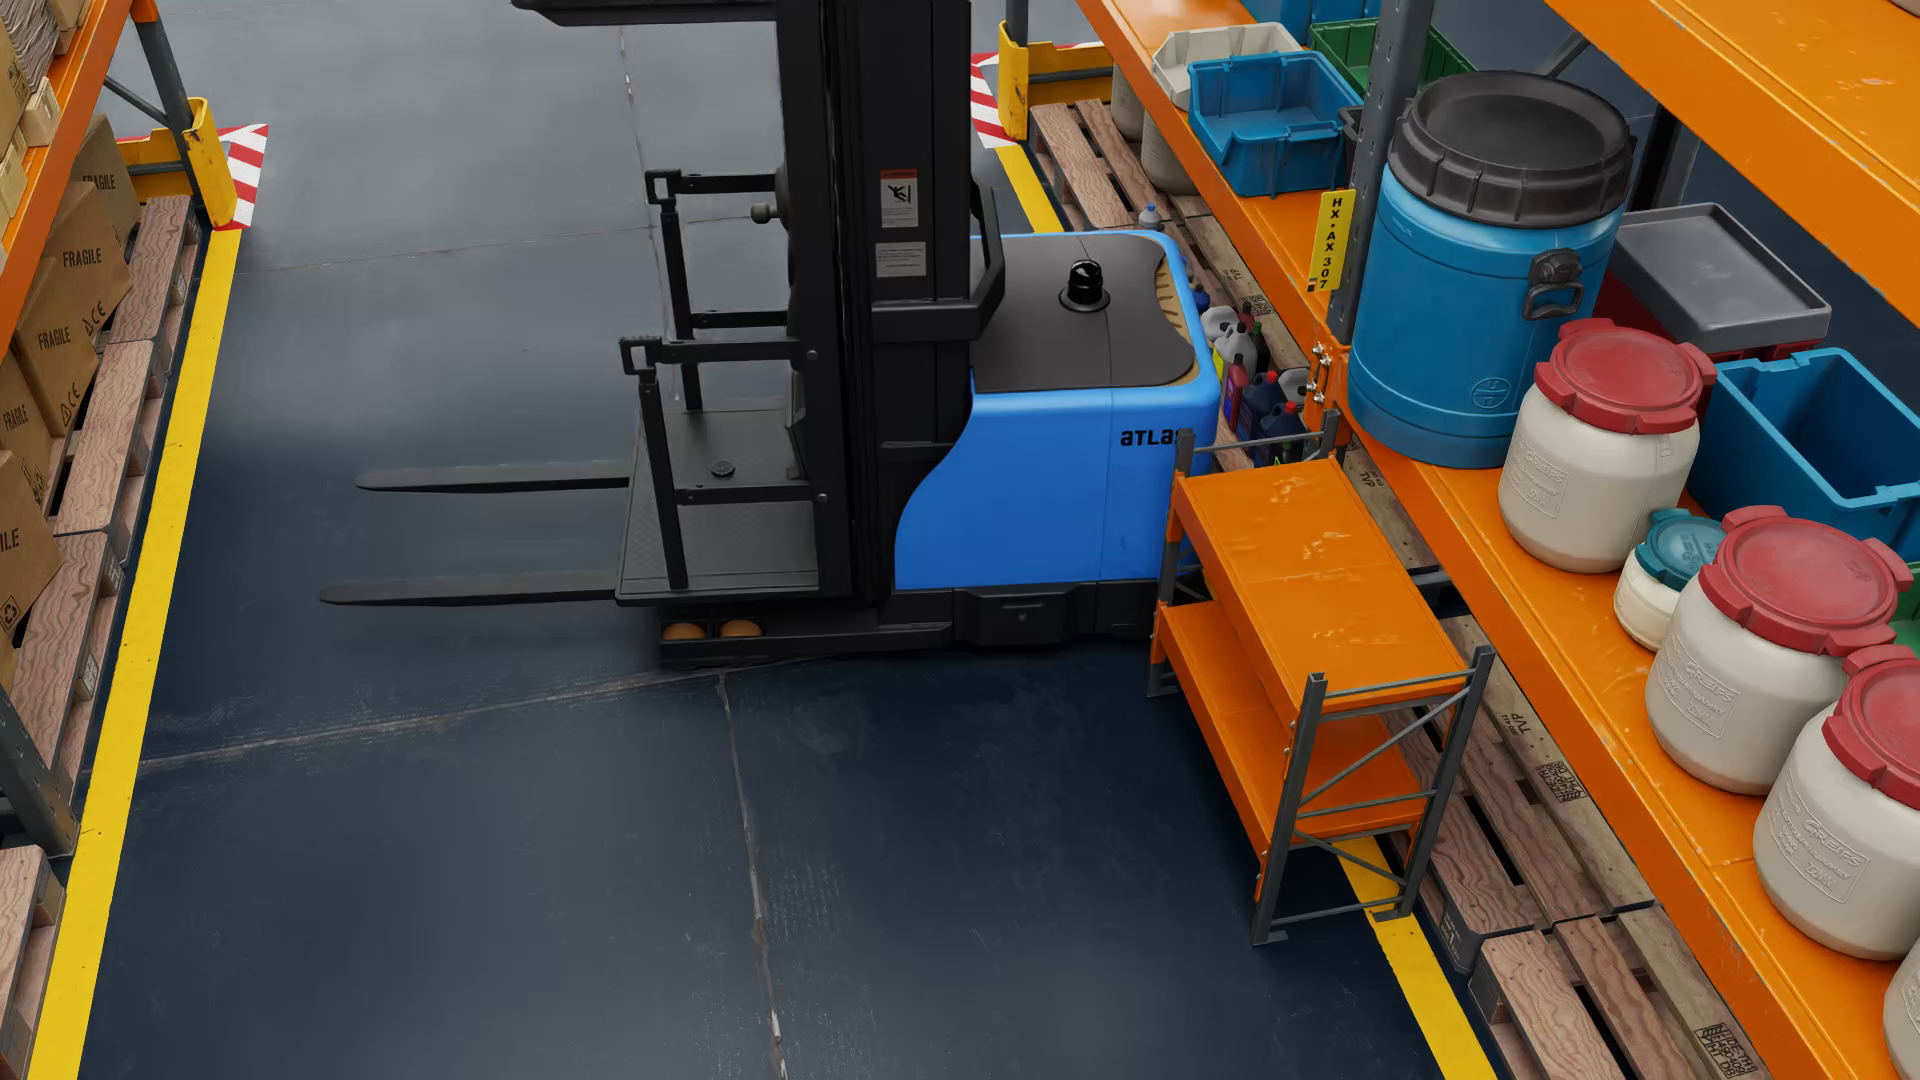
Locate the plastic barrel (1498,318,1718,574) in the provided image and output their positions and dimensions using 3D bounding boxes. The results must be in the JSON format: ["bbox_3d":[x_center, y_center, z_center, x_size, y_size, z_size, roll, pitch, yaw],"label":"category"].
[{"bbox_3d":[1.589,-0.217,4.132,0.433,0.535,0.433,0,42,0],"label":"plastic barrel"}]

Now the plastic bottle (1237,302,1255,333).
[{"bbox_3d":[1.137,-0.798,6.604,0.061,0.283,0.133,-8,42,-9],"label":"plastic bottle"}]

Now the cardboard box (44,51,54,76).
[{"bbox_3d":[-3.630,-1.803,6.210,0.380,0.149,0.250,-8,42,-9],"label":"cardboard box"}]

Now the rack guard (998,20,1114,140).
[{"bbox_3d":[0.795,-2.433,8.614,1.175,0.500,0.348,-8,42,-9],"label":"rack guard"}]

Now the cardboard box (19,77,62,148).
[{"bbox_3d":[-3.414,-1.494,5.863,0.380,0.149,0.250,-8,42,-9],"label":"cardboard box"}]

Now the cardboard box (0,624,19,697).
[{"bbox_3d":[-3.287,0.405,5.101,0.500,0.500,0.500,-10,42,-11],"label":"cardboard box"}]

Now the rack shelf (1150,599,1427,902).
[{"bbox_3d":[0.993,0.583,5.105,0.538,0.278,1.000,-8,42,-10],"label":"rack shelf"}]

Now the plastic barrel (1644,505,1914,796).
[{"bbox_3d":[1.747,0.259,3.597,0.433,0.535,0.433,0,42,0],"label":"plastic barrel"}]

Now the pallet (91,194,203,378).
[{"bbox_3d":[-3.946,-1.077,7.304,1.003,0.211,1.213,-8,42,-9],"label":"pallet"}]

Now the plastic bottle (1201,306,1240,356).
[{"bbox_3d":[1.034,-0.779,6.589,0.152,0.276,0.135,-8,42,-8],"label":"plastic bottle"}]

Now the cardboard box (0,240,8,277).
[{"bbox_3d":[-3.192,-0.847,5.134,0.380,0.149,0.250,-8,42,-9],"label":"cardboard box"}]

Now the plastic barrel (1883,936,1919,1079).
[{"bbox_3d":[1.938,0.824,2.978,0.421,0.512,0.421,0,42,0],"label":"plastic barrel"}]

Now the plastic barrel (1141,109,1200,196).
[{"bbox_3d":[1.058,-1.897,7.685,0.421,0.512,0.421,0,42,0],"label":"plastic barrel"}]

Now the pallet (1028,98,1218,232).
[{"bbox_3d":[0.965,-1.798,8.116,1.003,0.211,1.213,-8,42,-9],"label":"pallet"}]

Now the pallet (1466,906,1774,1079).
[{"bbox_3d":[2.070,1.521,4.377,1.003,0.211,1.213,-8,42,-9],"label":"pallet"}]

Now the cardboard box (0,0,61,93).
[{"bbox_3d":[-3.721,-1.852,5.777,0.875,0.500,0.500,-8,42,-9],"label":"cardboard box"}]

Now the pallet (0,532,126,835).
[{"bbox_3d":[-3.419,0.505,5.522,1.003,0.211,1.213,-8,42,-9],"label":"pallet"}]

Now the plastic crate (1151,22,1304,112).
[{"bbox_3d":[0.998,-1.735,6.144,0.530,0.136,0.437,-8,42,-9],"label":"plastic crate"}]

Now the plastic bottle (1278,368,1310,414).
[{"bbox_3d":[1.274,-0.502,6.276,0.152,0.276,0.135,-8,42,-9],"label":"plastic bottle"}]

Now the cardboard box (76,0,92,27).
[{"bbox_3d":[-3.683,-2.135,6.585,0.380,0.149,0.250,-8,42,-9],"label":"cardboard box"}]

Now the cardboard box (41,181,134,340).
[{"bbox_3d":[-3.822,-1.133,6.834,0.500,0.500,0.500,2,42,2],"label":"cardboard box"}]

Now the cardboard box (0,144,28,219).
[{"bbox_3d":[-3.329,-1.167,5.494,0.380,0.149,0.250,-8,42,-9],"label":"cardboard box"}]

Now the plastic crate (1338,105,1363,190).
[{"bbox_3d":[1.607,-1.152,5.335,0.767,0.338,0.504,-8,42,-9],"label":"plastic crate"}]

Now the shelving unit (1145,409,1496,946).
[{"bbox_3d":[0.997,0.400,4.942,0.538,1.125,1.048,-8,42,-10],"label":"shelving unit"}]

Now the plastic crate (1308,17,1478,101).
[{"bbox_3d":[1.579,-1.659,6.019,0.450,0.188,0.662,-8,42,-9],"label":"plastic crate"}]

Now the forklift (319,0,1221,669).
[{"bbox_3d":[-0.704,-1.013,5.184,3.031,2.935,1.130,-3,42,-3],"label":"forklift"}]

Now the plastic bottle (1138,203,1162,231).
[{"bbox_3d":[0.820,-1.335,7.218,0.097,0.271,0.097,0,42,0],"label":"plastic bottle"}]

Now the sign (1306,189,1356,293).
[{"bbox_3d":[1.057,-0.849,4.739,0.100,0.325,0.005,-8,42,-9],"label":"sign"}]

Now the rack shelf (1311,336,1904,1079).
[{"bbox_3d":[2.028,0.748,3.690,1.077,0.370,4.000,-8,42,-9],"label":"rack shelf"}]

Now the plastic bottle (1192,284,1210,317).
[{"bbox_3d":[0.959,-0.916,6.747,0.097,0.271,0.097,0,42,0],"label":"plastic bottle"}]

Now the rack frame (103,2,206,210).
[{"bbox_3d":[-4.103,-2.701,7.033,1.000,3.000,0.127,-8,42,-9],"label":"rack frame"}]

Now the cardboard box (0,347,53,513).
[{"bbox_3d":[-3.629,-0.356,5.959,0.500,0.500,0.500,-12,43,-13],"label":"cardboard box"}]

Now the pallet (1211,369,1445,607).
[{"bbox_3d":[1.492,-0.216,6.334,1.003,0.211,1.213,-8,42,-9],"label":"pallet"}]

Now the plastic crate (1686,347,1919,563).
[{"bbox_3d":[2.138,-0.141,4.162,0.392,0.384,0.575,-8,42,-9],"label":"plastic crate"}]

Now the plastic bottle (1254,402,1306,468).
[{"bbox_3d":[1.176,-0.368,6.069,0.144,0.351,0.185,-9,42,-10],"label":"plastic bottle"}]

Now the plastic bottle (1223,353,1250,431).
[{"bbox_3d":[1.059,-0.566,6.343,0.061,0.283,0.133,-6,42,-6],"label":"plastic bottle"}]

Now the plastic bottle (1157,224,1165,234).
[{"bbox_3d":[0.851,-1.190,7.046,0.061,0.283,0.133,-8,42,-9],"label":"plastic bottle"}]

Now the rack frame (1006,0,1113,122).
[{"bbox_3d":[0.733,-3.410,7.832,1.000,3.000,0.127,-8,42,-9],"label":"rack frame"}]

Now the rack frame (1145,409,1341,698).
[{"bbox_3d":[0.883,0.070,5.312,0.500,1.125,0.032,-8,42,-10],"label":"rack frame"}]

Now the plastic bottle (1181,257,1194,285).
[{"bbox_3d":[0.916,-1.048,6.895,0.097,0.271,0.097,0,42,0],"label":"plastic bottle"}]
